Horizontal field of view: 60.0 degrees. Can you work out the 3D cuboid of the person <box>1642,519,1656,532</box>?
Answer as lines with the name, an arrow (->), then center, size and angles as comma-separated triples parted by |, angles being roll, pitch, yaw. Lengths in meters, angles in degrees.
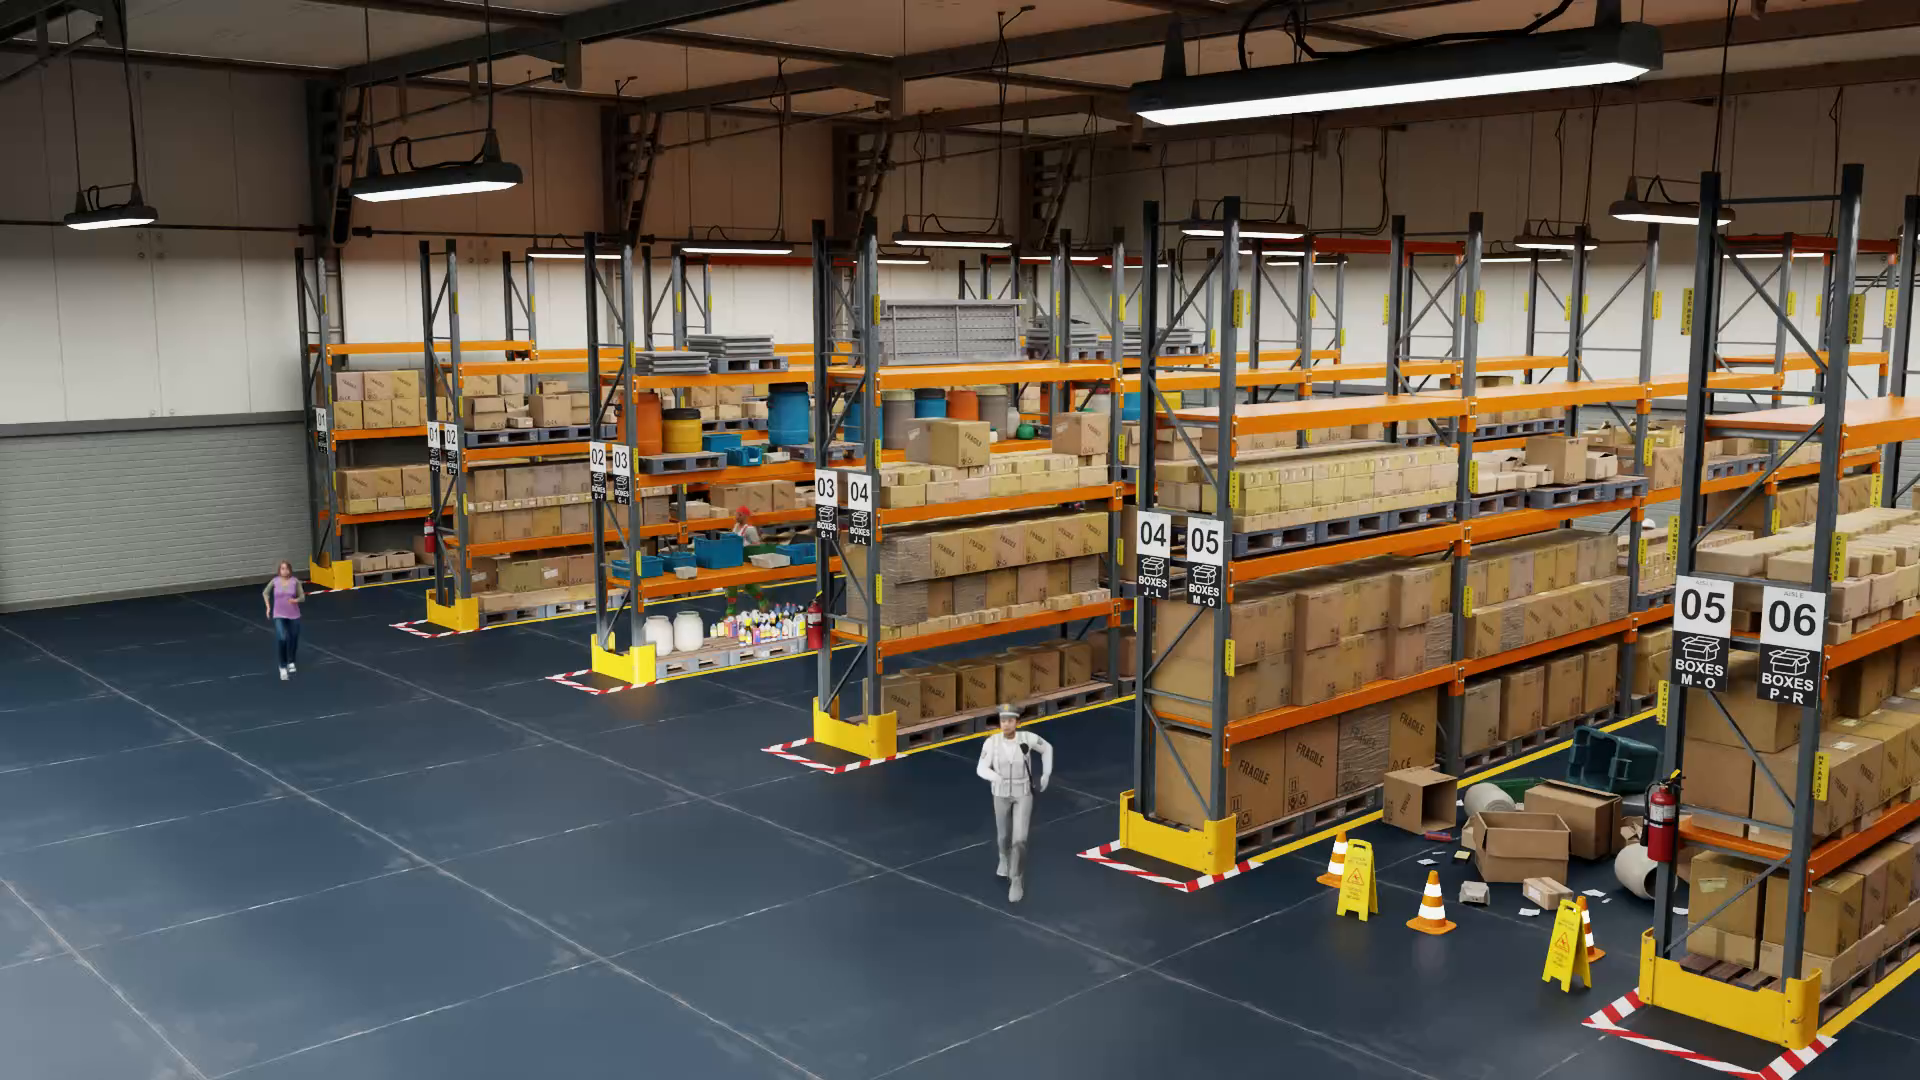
person -> 10.537, 0.583, 25.447 | 0.862, 1.853, 0.643 | -8, 11, -42

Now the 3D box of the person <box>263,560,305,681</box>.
person -> -9.132, 1.083, 22.534 | 0.503, 1.630, 0.694 | -5, 10, -29

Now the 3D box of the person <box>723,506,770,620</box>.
person -> -3.352, 0.359, 25.692 | 0.656, 1.790, 0.959 | 7, 11, 40

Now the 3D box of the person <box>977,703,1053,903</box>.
person -> 0.475, 2.233, 14.430 | 0.624, 1.725, 0.864 | 1, 9, 10
